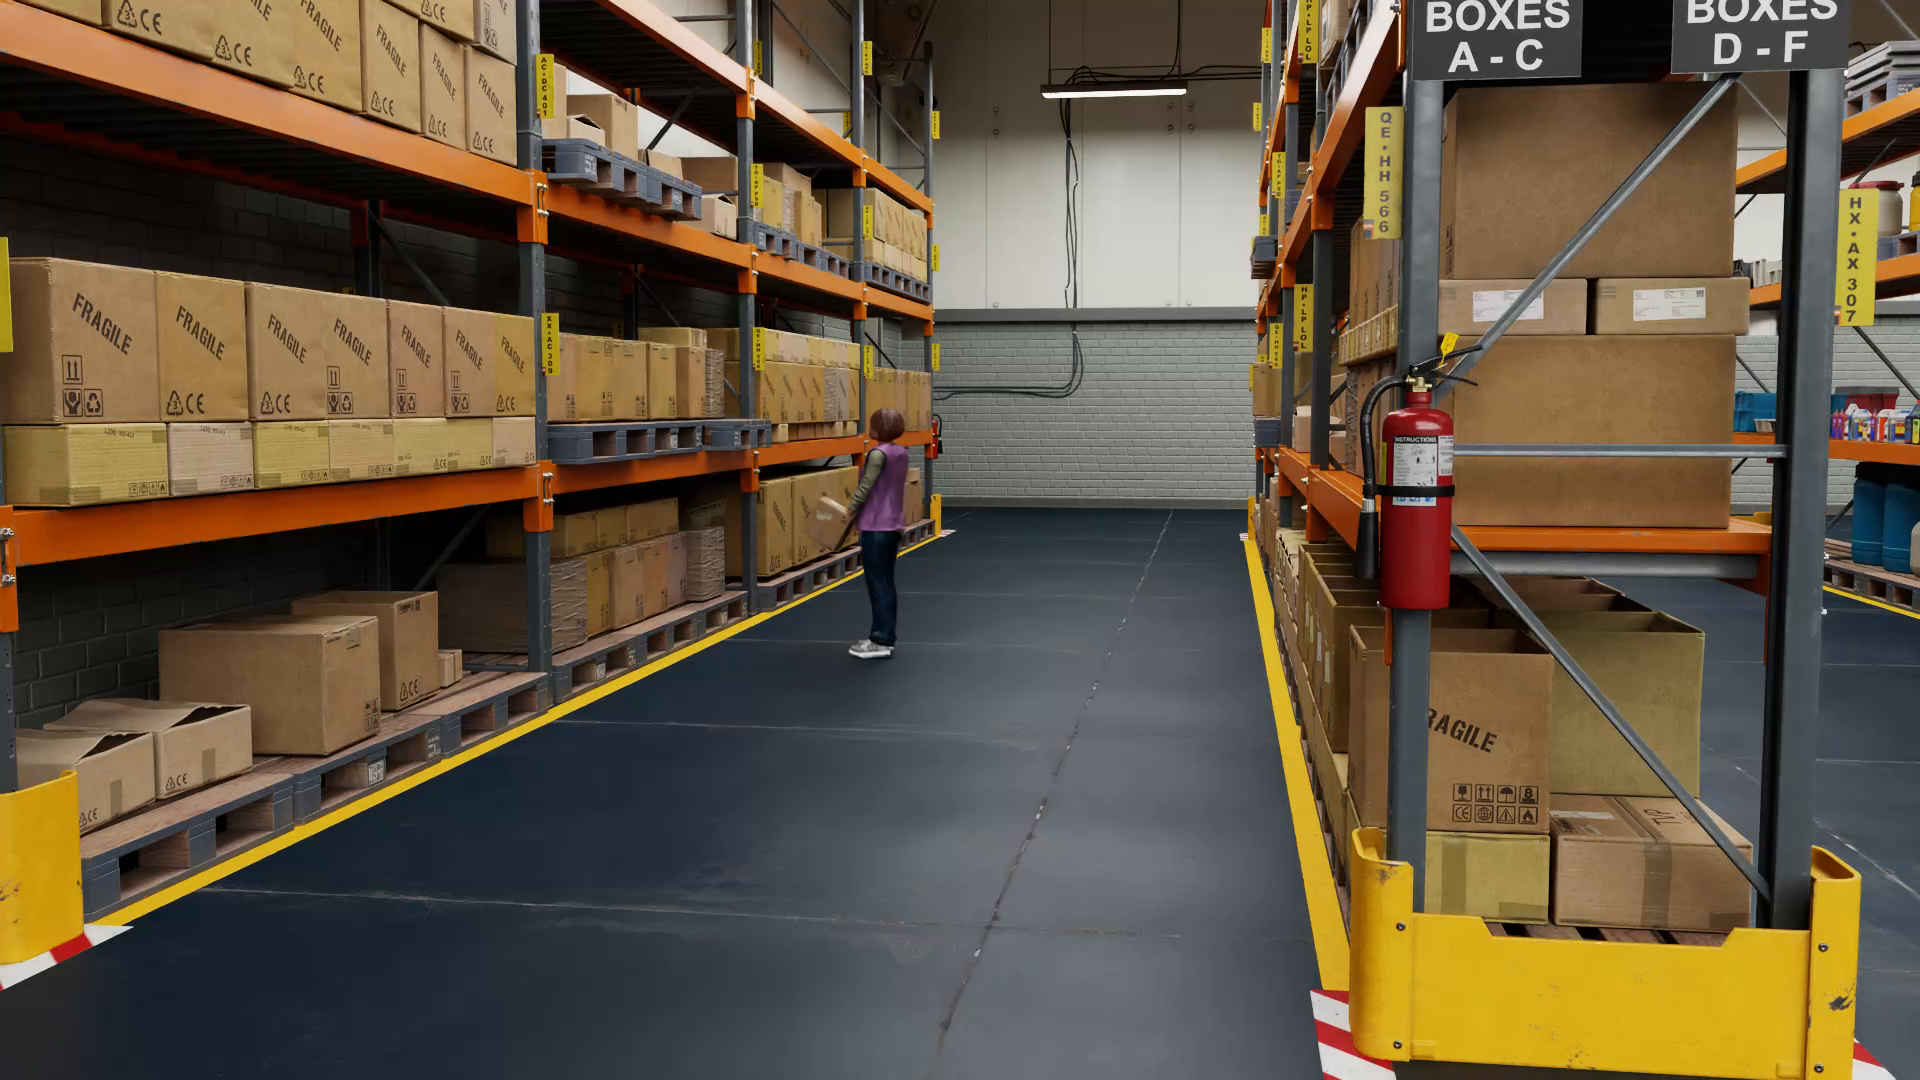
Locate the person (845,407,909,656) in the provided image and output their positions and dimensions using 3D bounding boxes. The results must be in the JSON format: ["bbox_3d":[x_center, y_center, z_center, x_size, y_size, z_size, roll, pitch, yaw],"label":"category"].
[{"bbox_3d":[-0.559,-0.053,10.723,0.449,1.601,0.434,2,5,25],"label":"person"}]
